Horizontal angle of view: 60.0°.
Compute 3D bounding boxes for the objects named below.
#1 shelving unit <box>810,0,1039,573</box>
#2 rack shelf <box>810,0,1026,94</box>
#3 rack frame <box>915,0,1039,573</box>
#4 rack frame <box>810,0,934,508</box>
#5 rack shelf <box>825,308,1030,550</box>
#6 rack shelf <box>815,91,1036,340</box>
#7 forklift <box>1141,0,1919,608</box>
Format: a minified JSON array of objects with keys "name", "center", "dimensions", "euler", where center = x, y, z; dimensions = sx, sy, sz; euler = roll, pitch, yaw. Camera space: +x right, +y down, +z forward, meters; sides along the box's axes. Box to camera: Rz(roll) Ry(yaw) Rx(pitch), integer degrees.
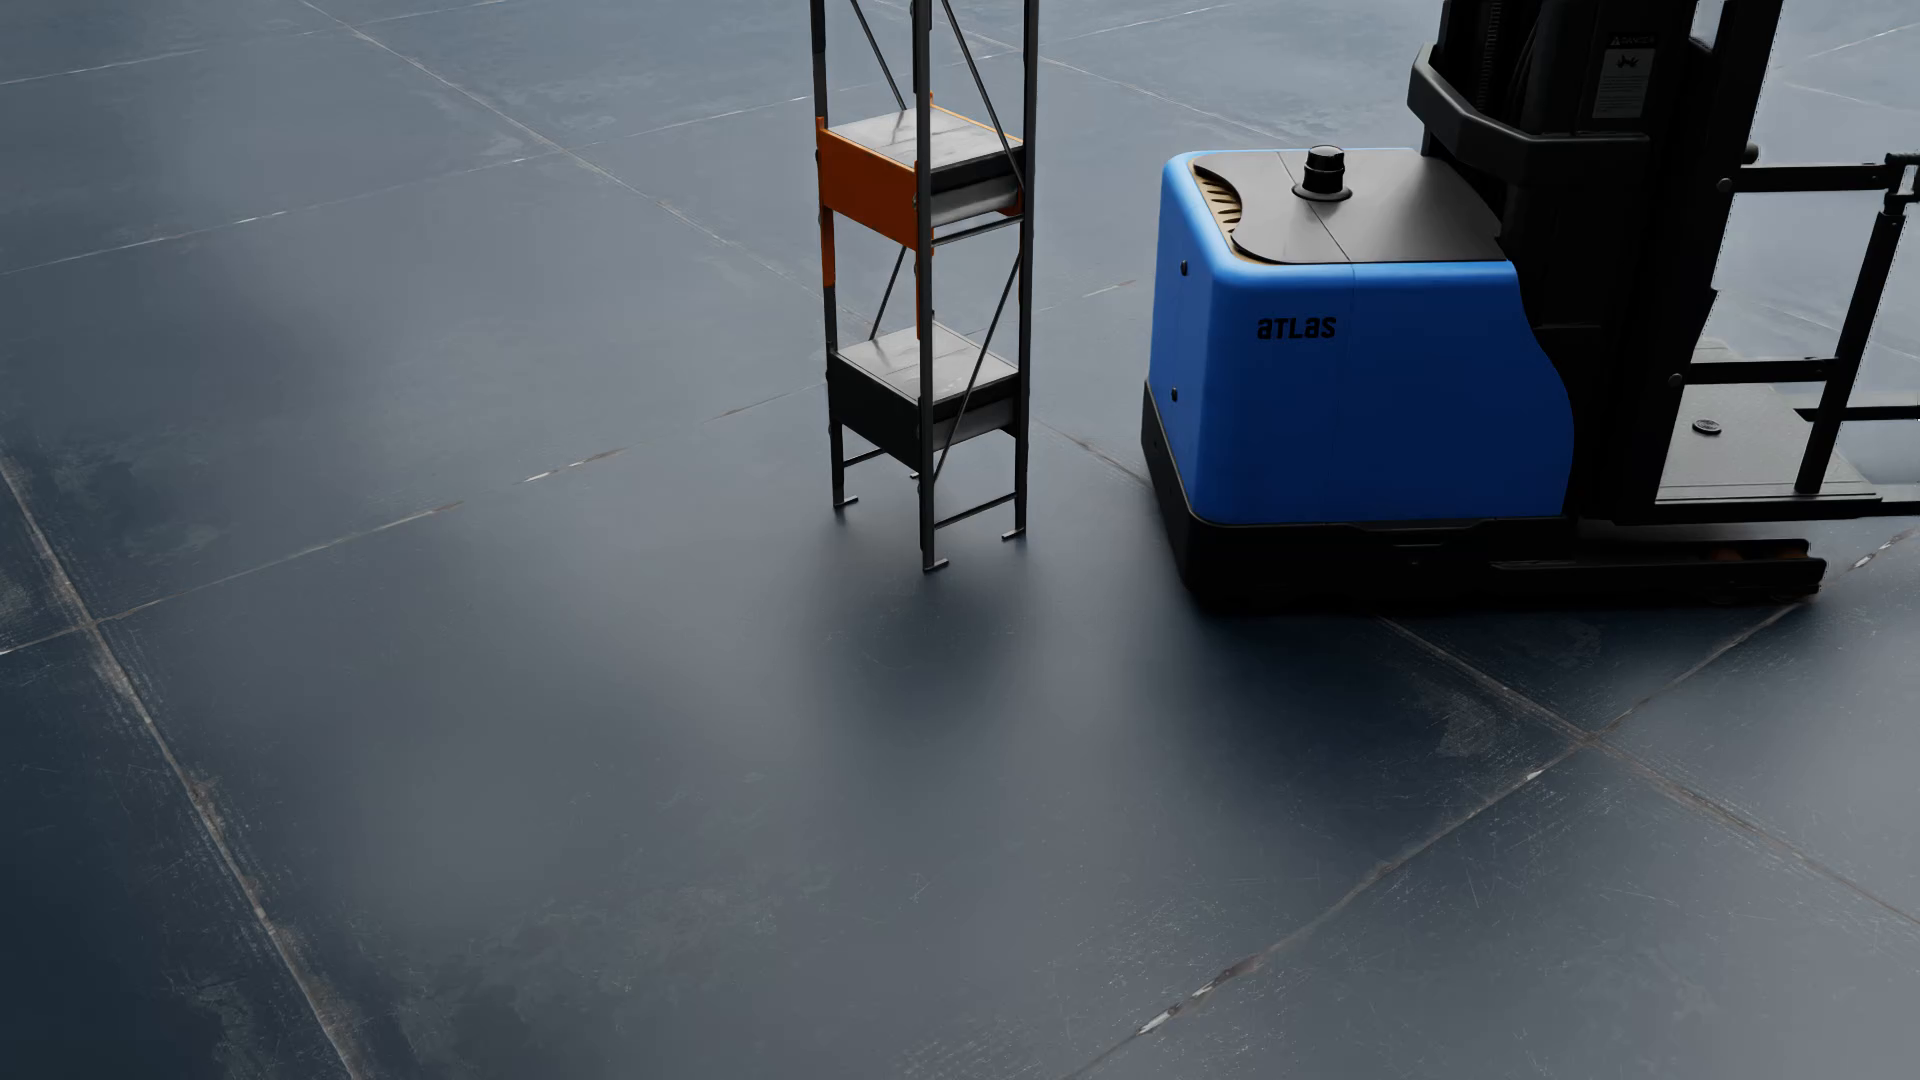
[{"name":"shelving unit","center":[-0.101,-0.961,4.807],"dimensions":[0.431,2.100,0.503],"euler":[-22,38,-31]},{"name":"rack shelf","center":[-0.101,-1.544,4.445],"dimensions":[0.431,0.518,0.480],"euler":[-22,38,-31]},{"name":"rack frame","center":[0.048,-0.859,4.643],"dimensions":[0.400,2.100,0.015],"euler":[-22,38,-31]},{"name":"rack frame","center":[-0.251,-1.063,4.971],"dimensions":[0.400,2.100,0.015],"euler":[-22,38,-31]},{"name":"rack shelf","center":[-0.101,-0.355,5.184],"dimensions":[0.431,0.518,0.480],"euler":[-22,38,-31]},{"name":"rack shelf","center":[-0.101,-0.949,4.814],"dimensions":[0.431,0.518,0.480],"euler":[-22,38,-31]},{"name":"forklift","center":[2.149,-1.333,4.618],"dimensions":[3.031,2.935,1.130],"euler":[-2,32,-3]}]
